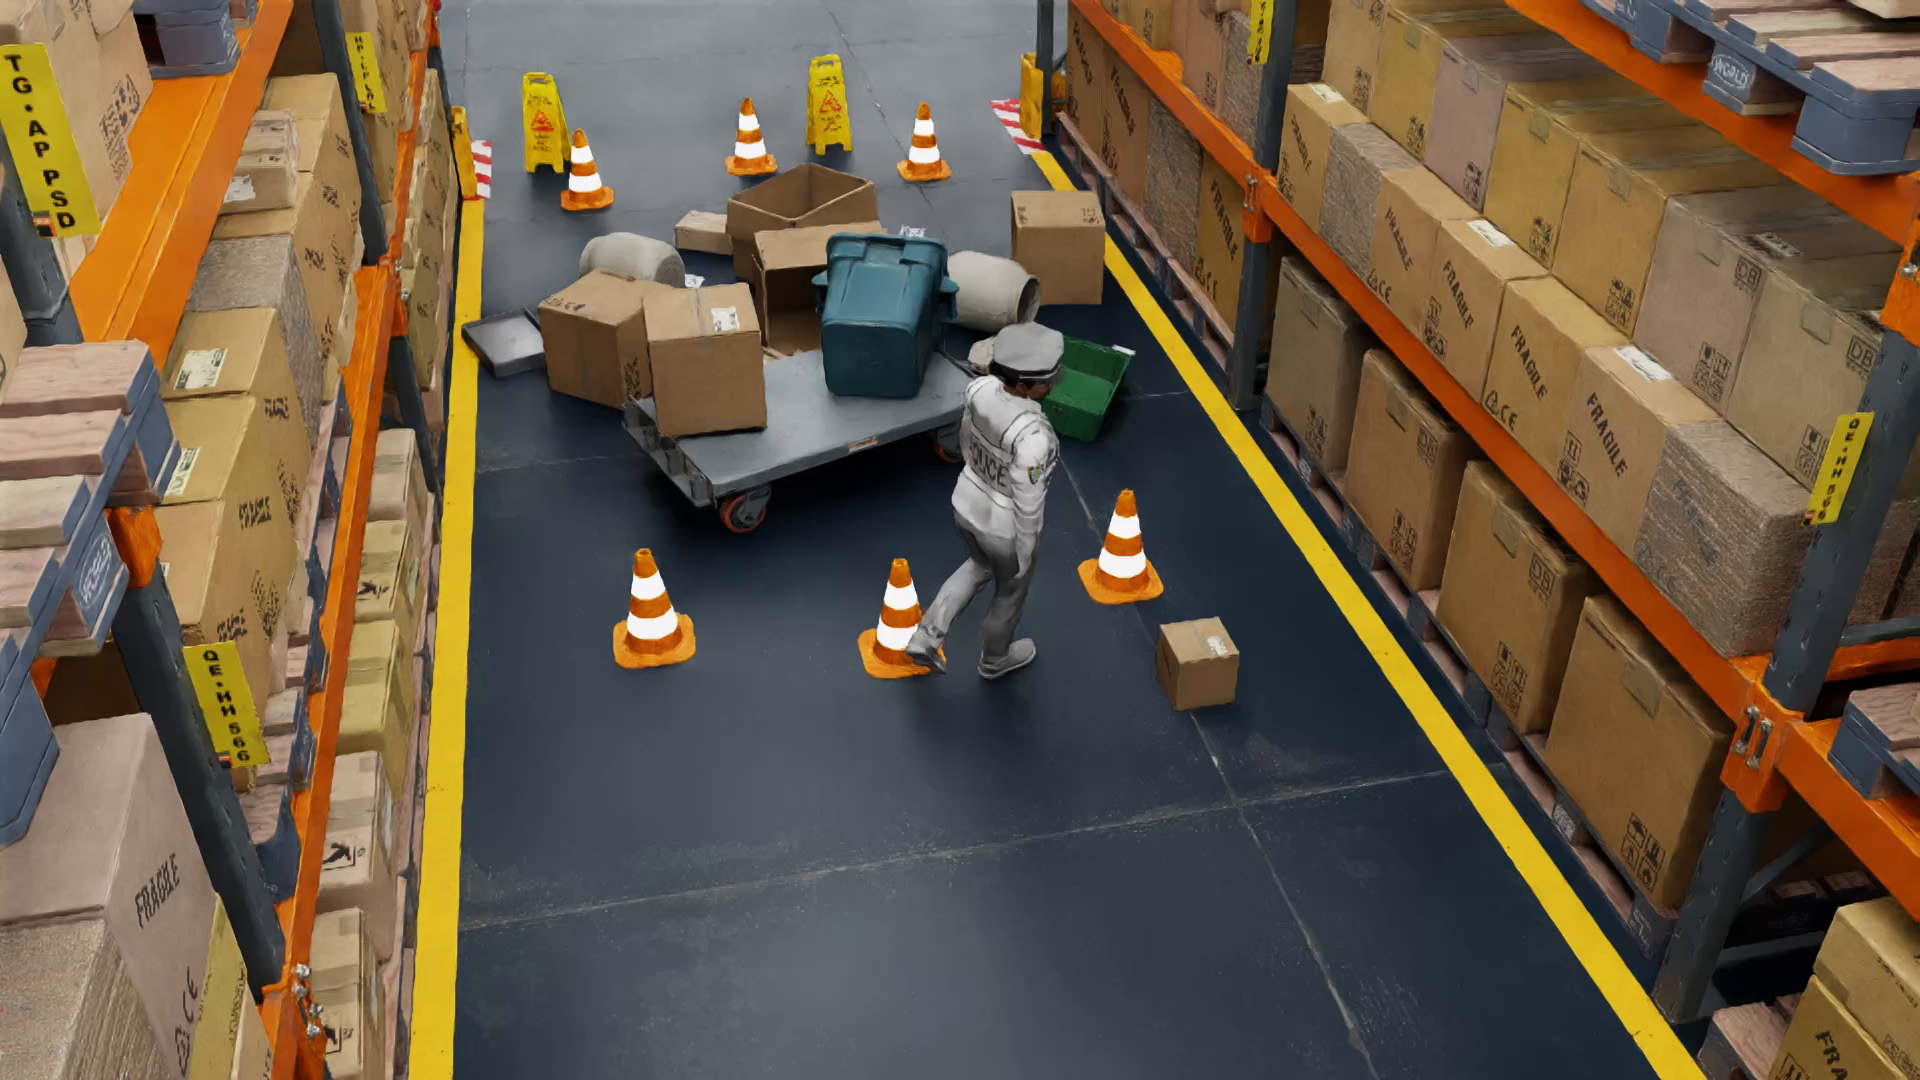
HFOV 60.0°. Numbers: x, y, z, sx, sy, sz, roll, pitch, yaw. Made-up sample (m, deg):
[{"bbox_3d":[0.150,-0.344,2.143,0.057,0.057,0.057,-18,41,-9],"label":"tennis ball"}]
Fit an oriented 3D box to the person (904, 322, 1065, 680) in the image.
[{"bbox_3d":[0.119,-0.059,6.238,0.634,1.638,0.517,-22,40,-29],"label":"person"}]
